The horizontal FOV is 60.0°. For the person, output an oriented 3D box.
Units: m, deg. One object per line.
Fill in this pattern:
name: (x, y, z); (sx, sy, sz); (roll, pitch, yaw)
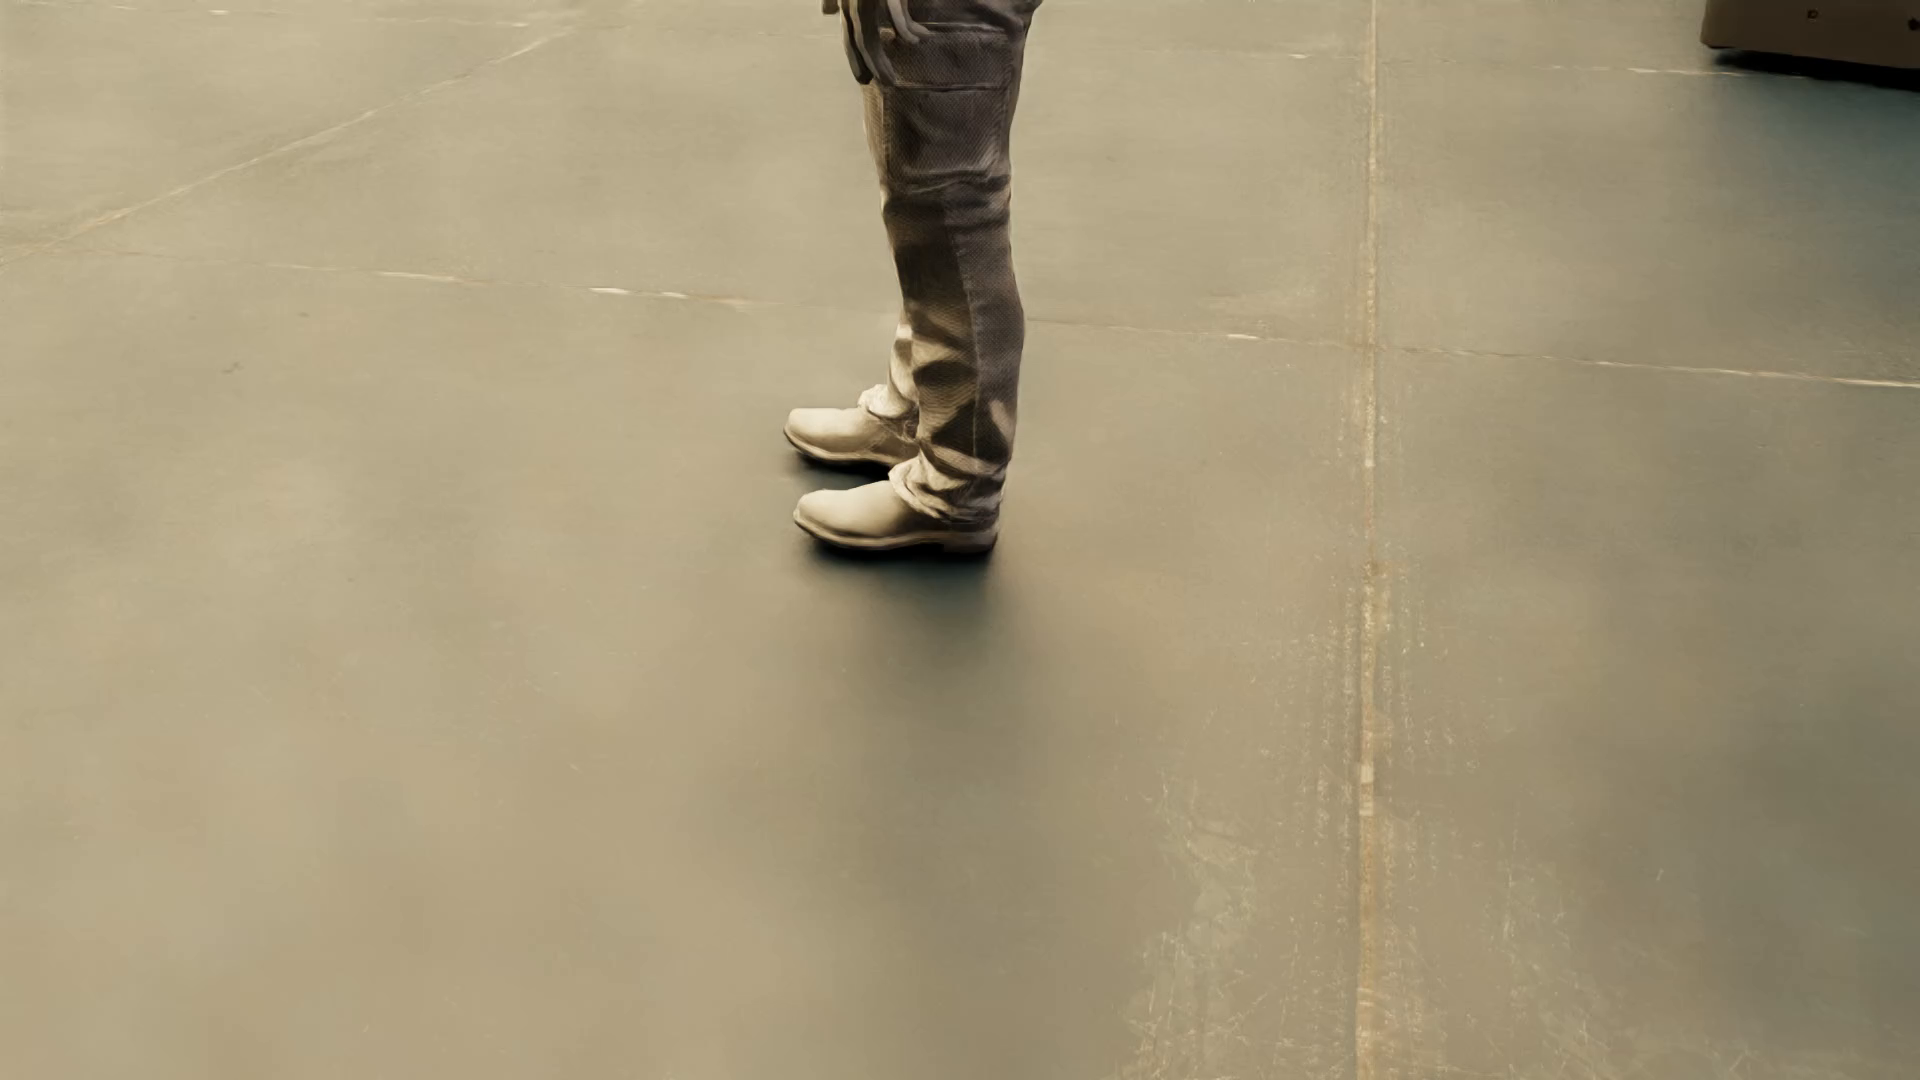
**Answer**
person: (-0.077, -0.814, 2.118); (0.558, 1.782, 0.655); (6, 27, 11)

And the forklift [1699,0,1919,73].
forklift: (14.770, -1.377, 1.976); (23.089, 2.935, 10.963); (22, 34, 36)
